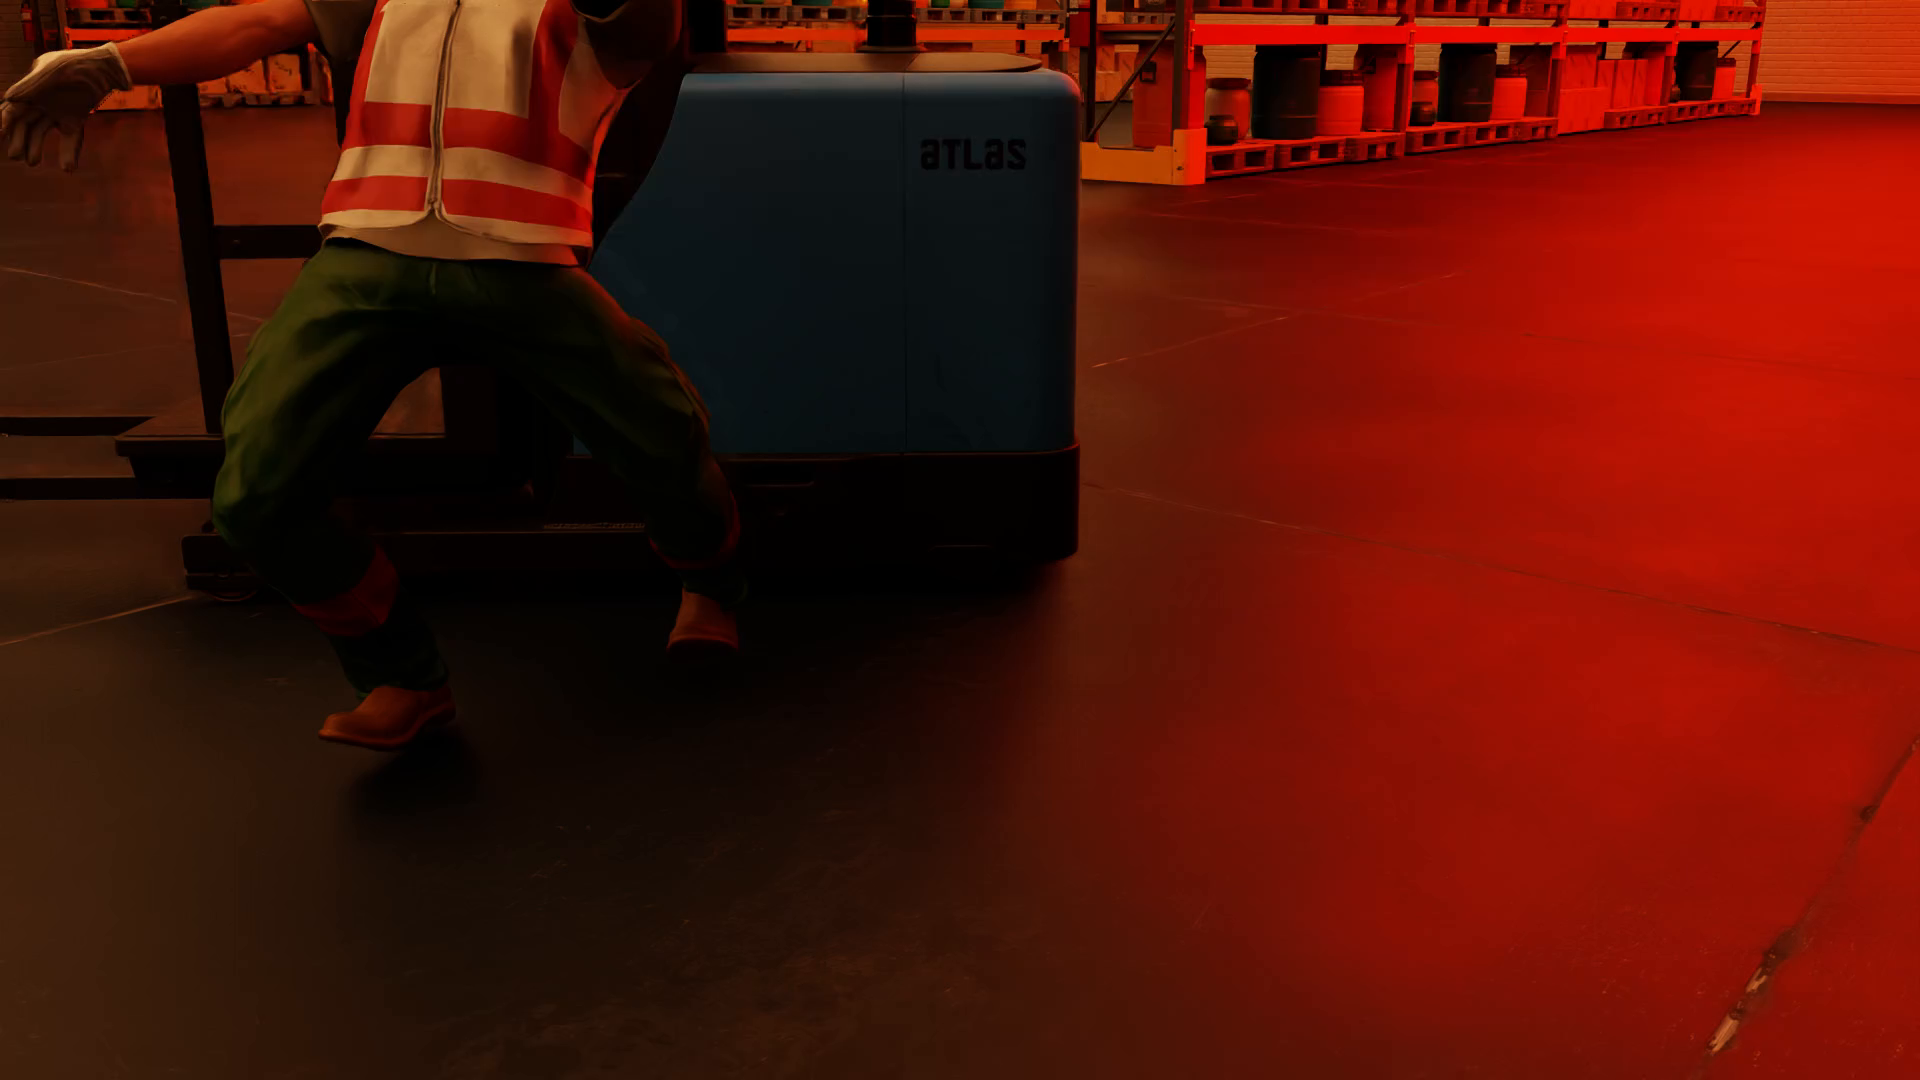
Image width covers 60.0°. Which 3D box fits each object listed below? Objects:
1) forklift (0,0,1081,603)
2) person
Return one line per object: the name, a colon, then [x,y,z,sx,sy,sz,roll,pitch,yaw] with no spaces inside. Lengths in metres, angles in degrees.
forklift: [-1.269,-1.426,3.594,3.031,2.935,1.130,0,17,-1]
person: [-0.884,-0.409,2.574,1.044,1.535,0.775,-1,17,-5]
